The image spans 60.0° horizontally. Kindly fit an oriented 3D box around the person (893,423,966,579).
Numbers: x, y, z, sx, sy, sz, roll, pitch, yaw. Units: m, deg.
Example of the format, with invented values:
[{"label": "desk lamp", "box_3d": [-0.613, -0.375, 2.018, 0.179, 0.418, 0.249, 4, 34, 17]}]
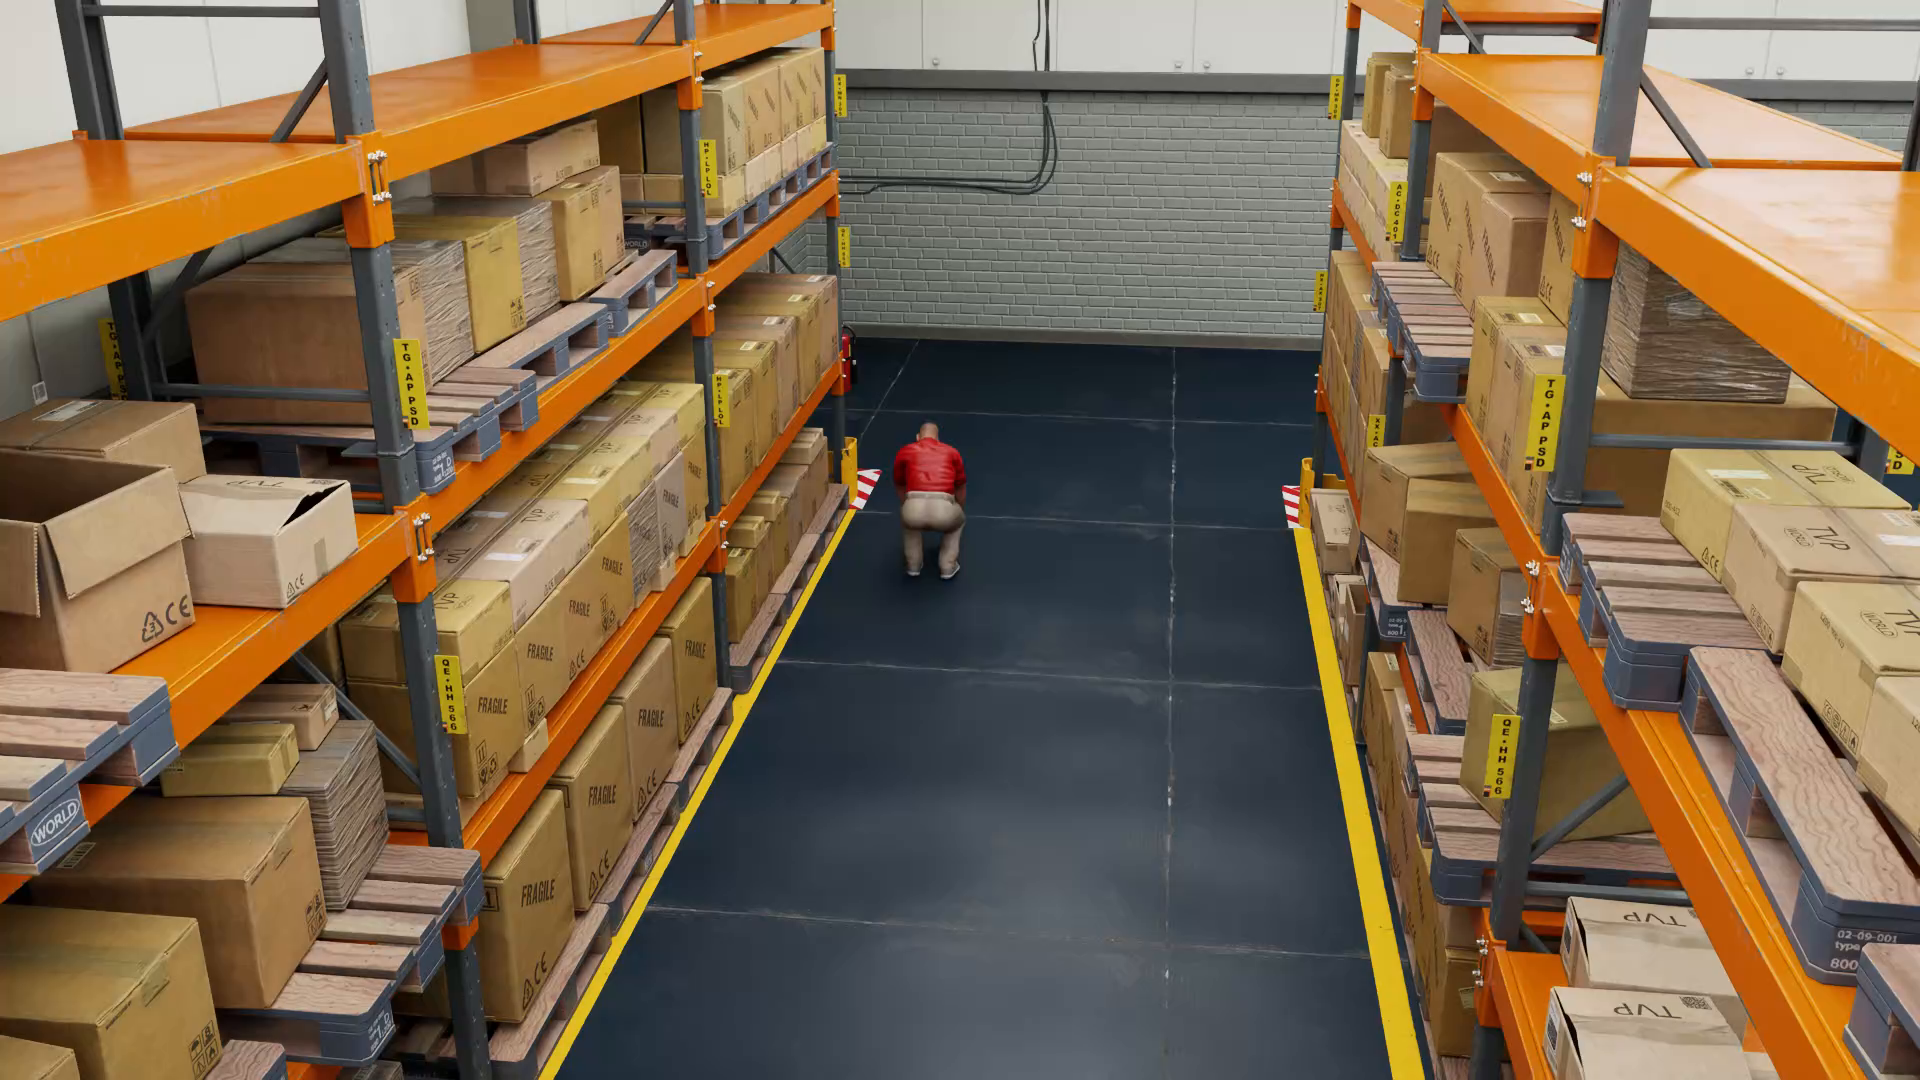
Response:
[{"label": "person", "box_3d": [-0.249, -0.290, 12.763, 0.574, 1.085, 0.843, 2, 21, 6]}]
